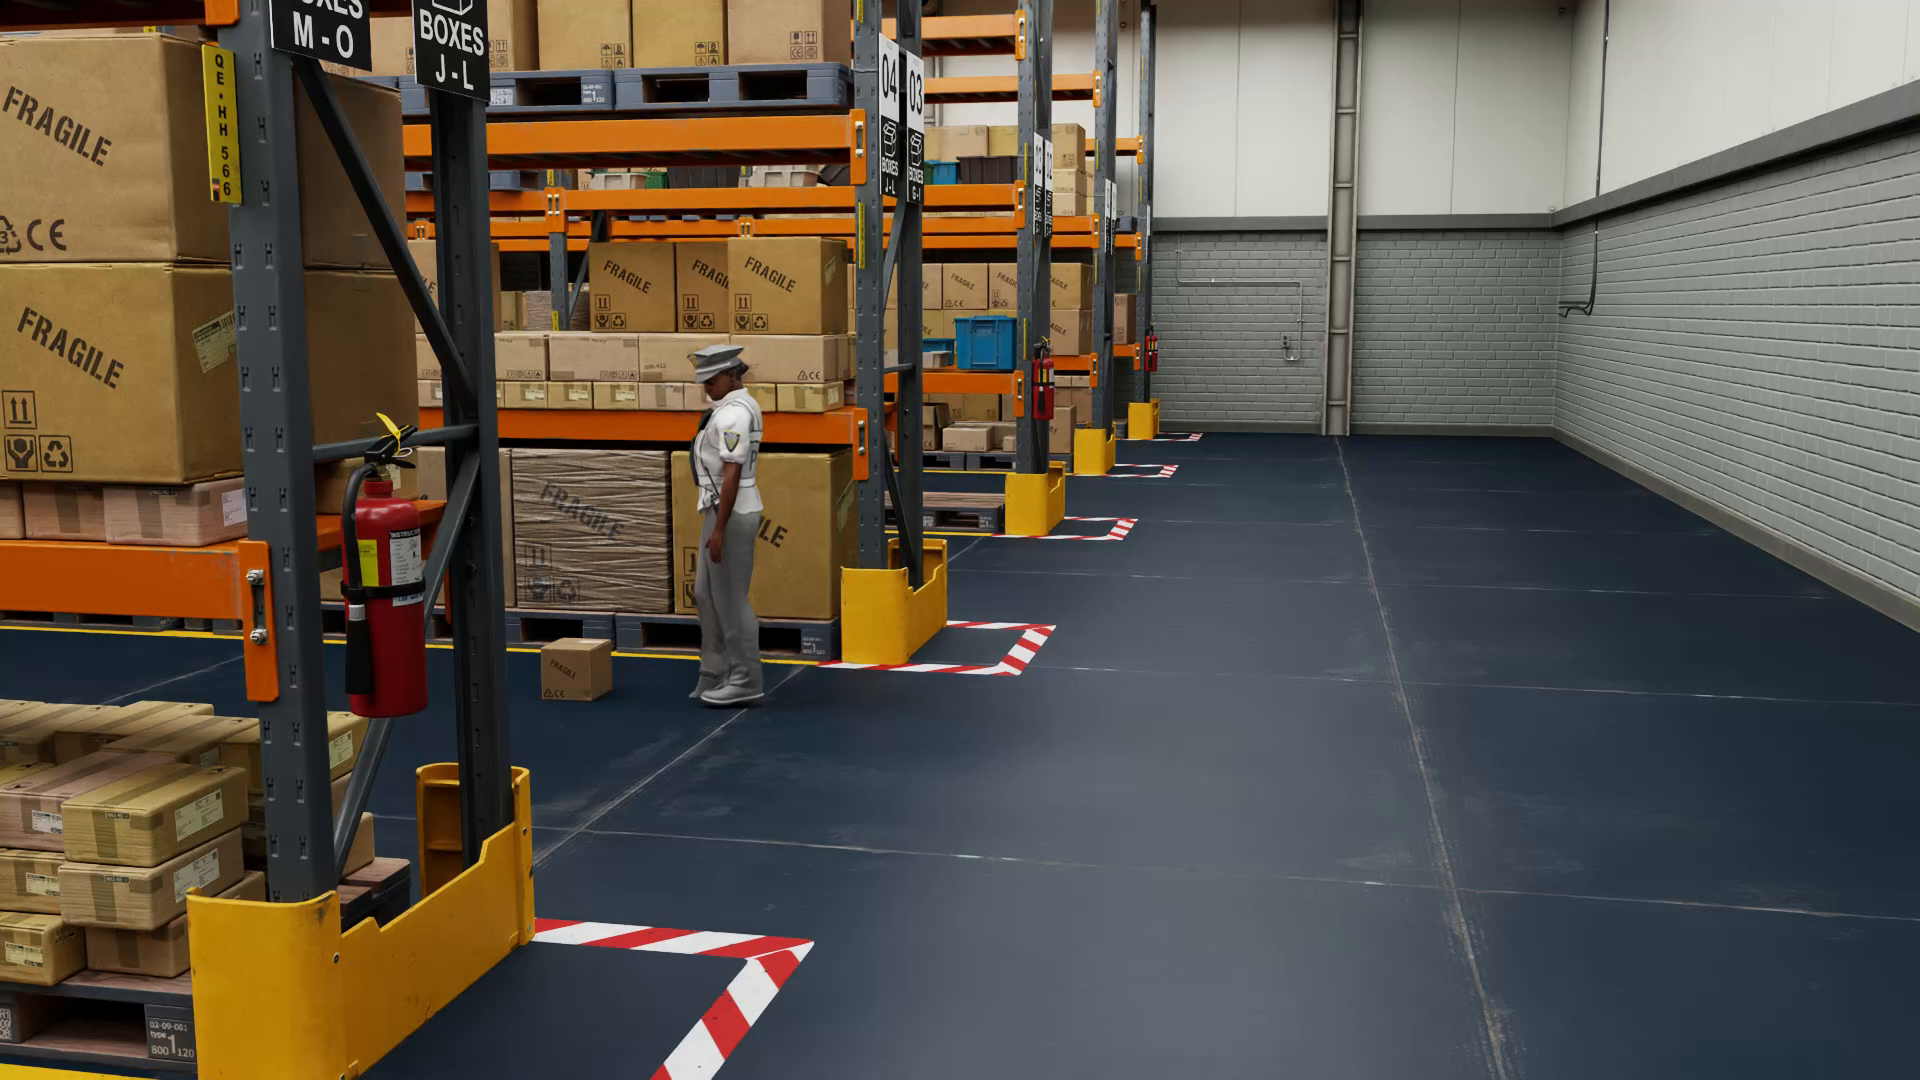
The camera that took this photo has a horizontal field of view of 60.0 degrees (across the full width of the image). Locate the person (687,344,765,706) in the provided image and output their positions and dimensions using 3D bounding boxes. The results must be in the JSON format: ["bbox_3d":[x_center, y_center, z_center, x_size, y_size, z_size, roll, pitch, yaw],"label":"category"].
[{"bbox_3d":[-1.113,-0.030,7.688,0.417,1.740,0.483,0,8,-3],"label":"person"}]
